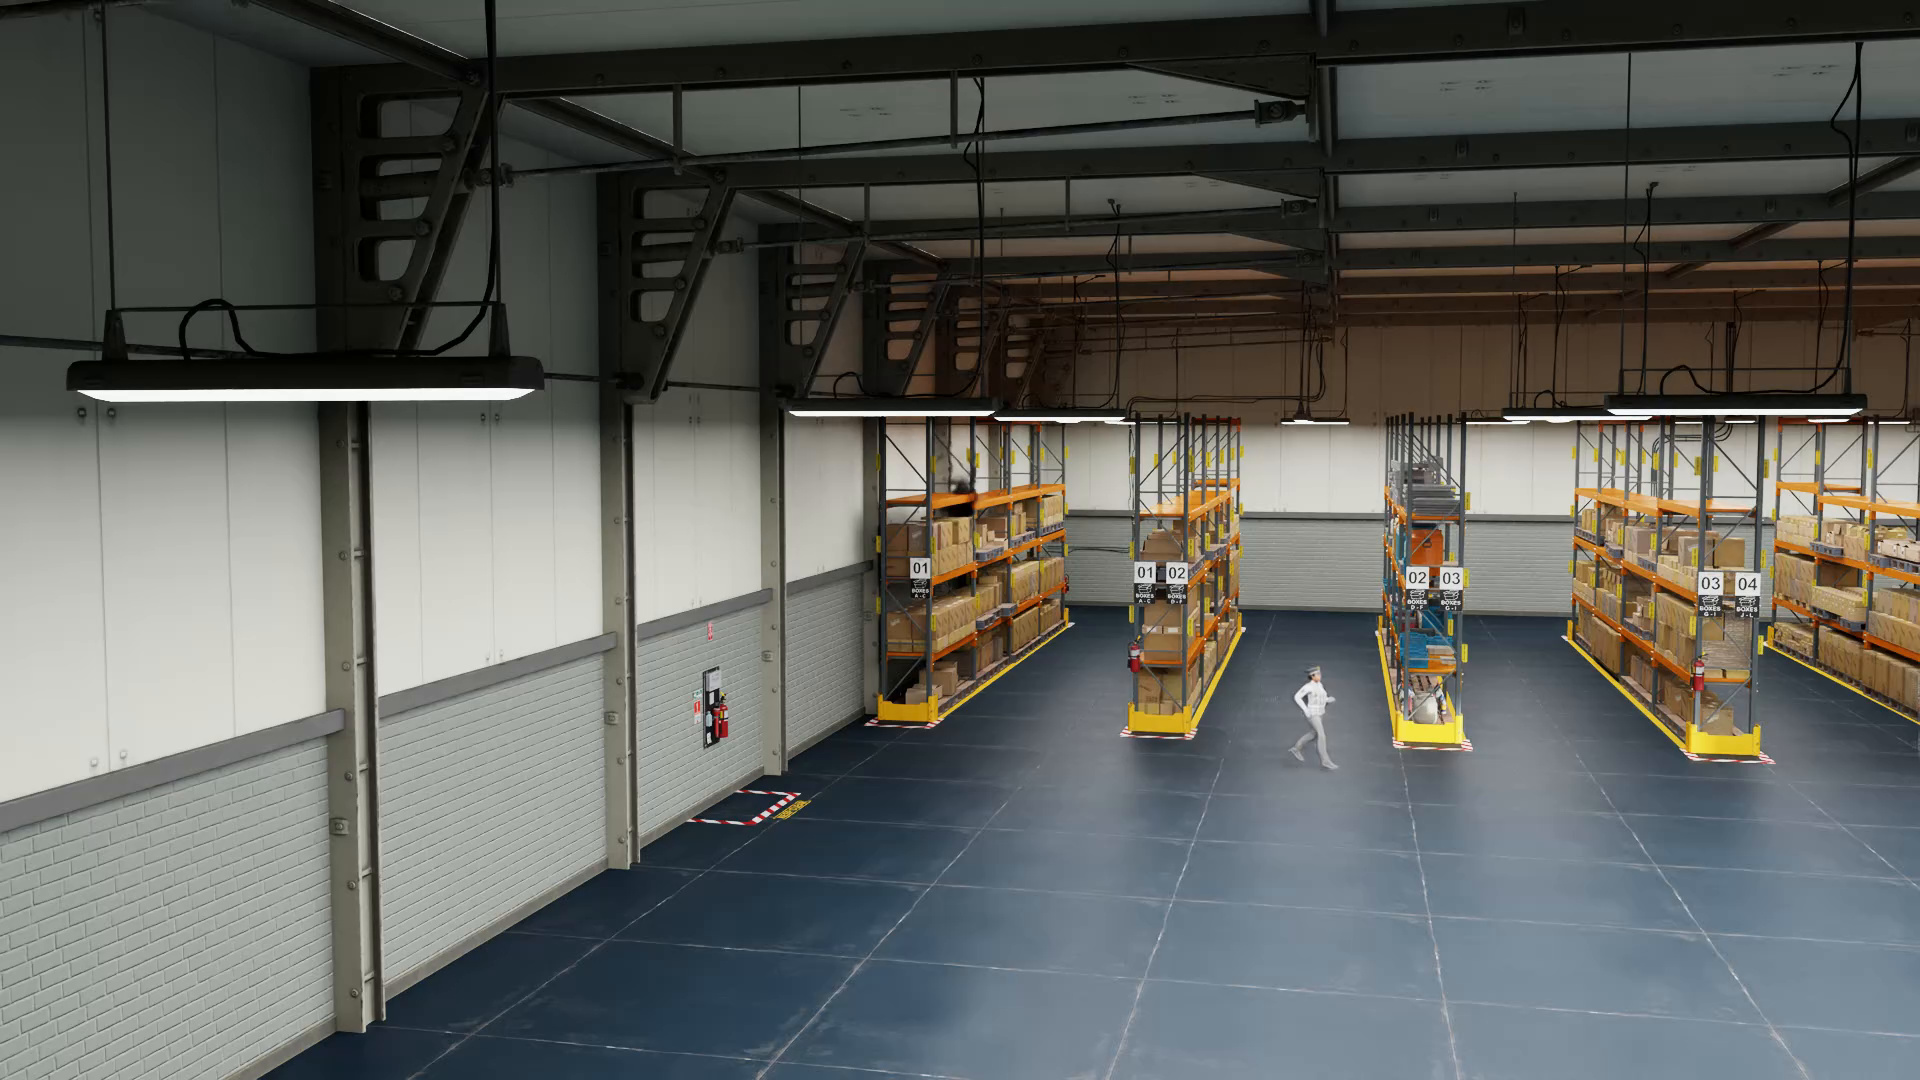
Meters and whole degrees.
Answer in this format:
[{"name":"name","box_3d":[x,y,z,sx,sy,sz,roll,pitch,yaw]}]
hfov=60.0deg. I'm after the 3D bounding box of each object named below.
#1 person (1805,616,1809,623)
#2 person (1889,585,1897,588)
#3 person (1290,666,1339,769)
[{"name":"person","box_3d":[22.865,1.954,44.520,0.595,1.560,0.573,-2,4,-29]},{"name":"person","box_3d":[23.303,2.045,41.580,0.700,1.804,0.776,1,4,13]},{"name":"person","box_3d":[5.977,2.959,27.991,0.911,1.693,0.606,3,5,37]}]
